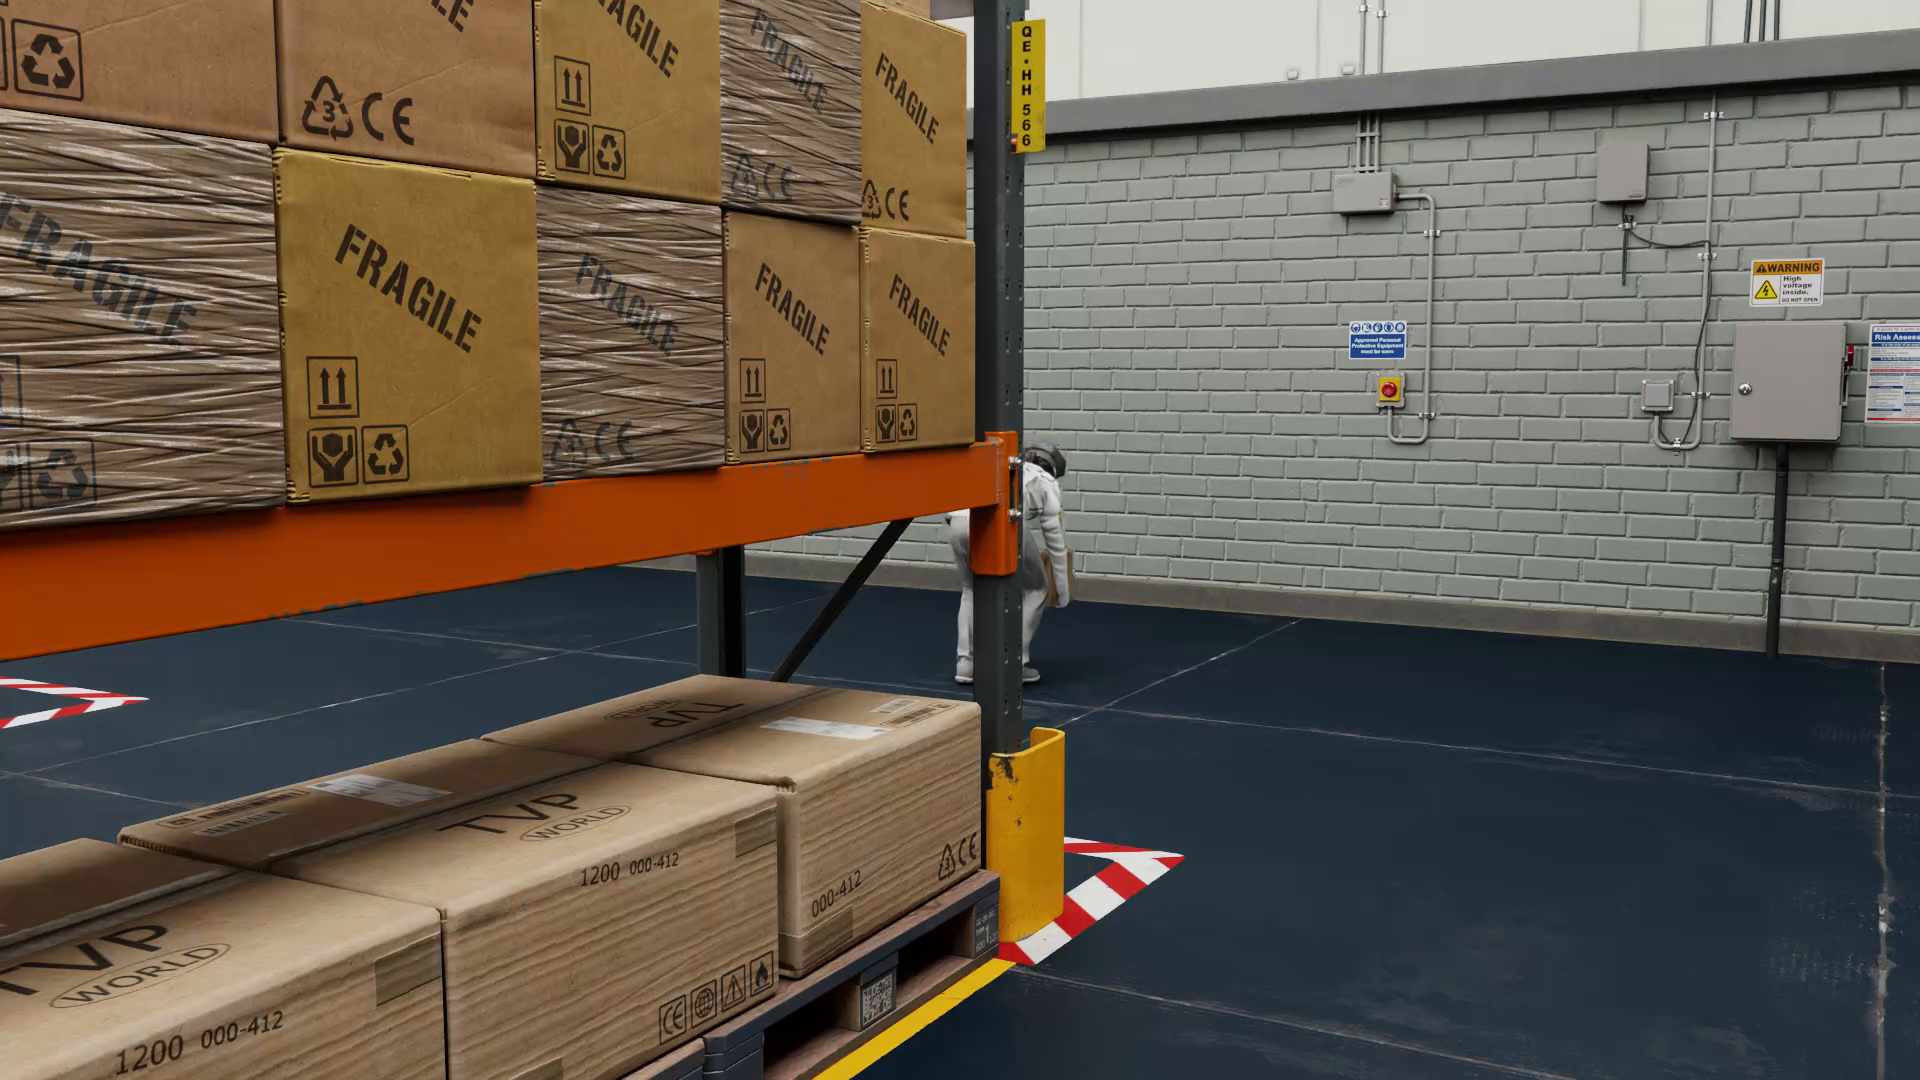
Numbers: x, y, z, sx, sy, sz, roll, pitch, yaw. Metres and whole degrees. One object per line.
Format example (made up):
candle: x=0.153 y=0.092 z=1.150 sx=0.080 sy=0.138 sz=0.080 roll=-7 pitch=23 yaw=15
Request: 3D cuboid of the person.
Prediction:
person: x=0.251 y=0.102 z=7.974 sx=0.438 sy=1.126 sz=0.917 roll=3 pitch=7 yaw=26
